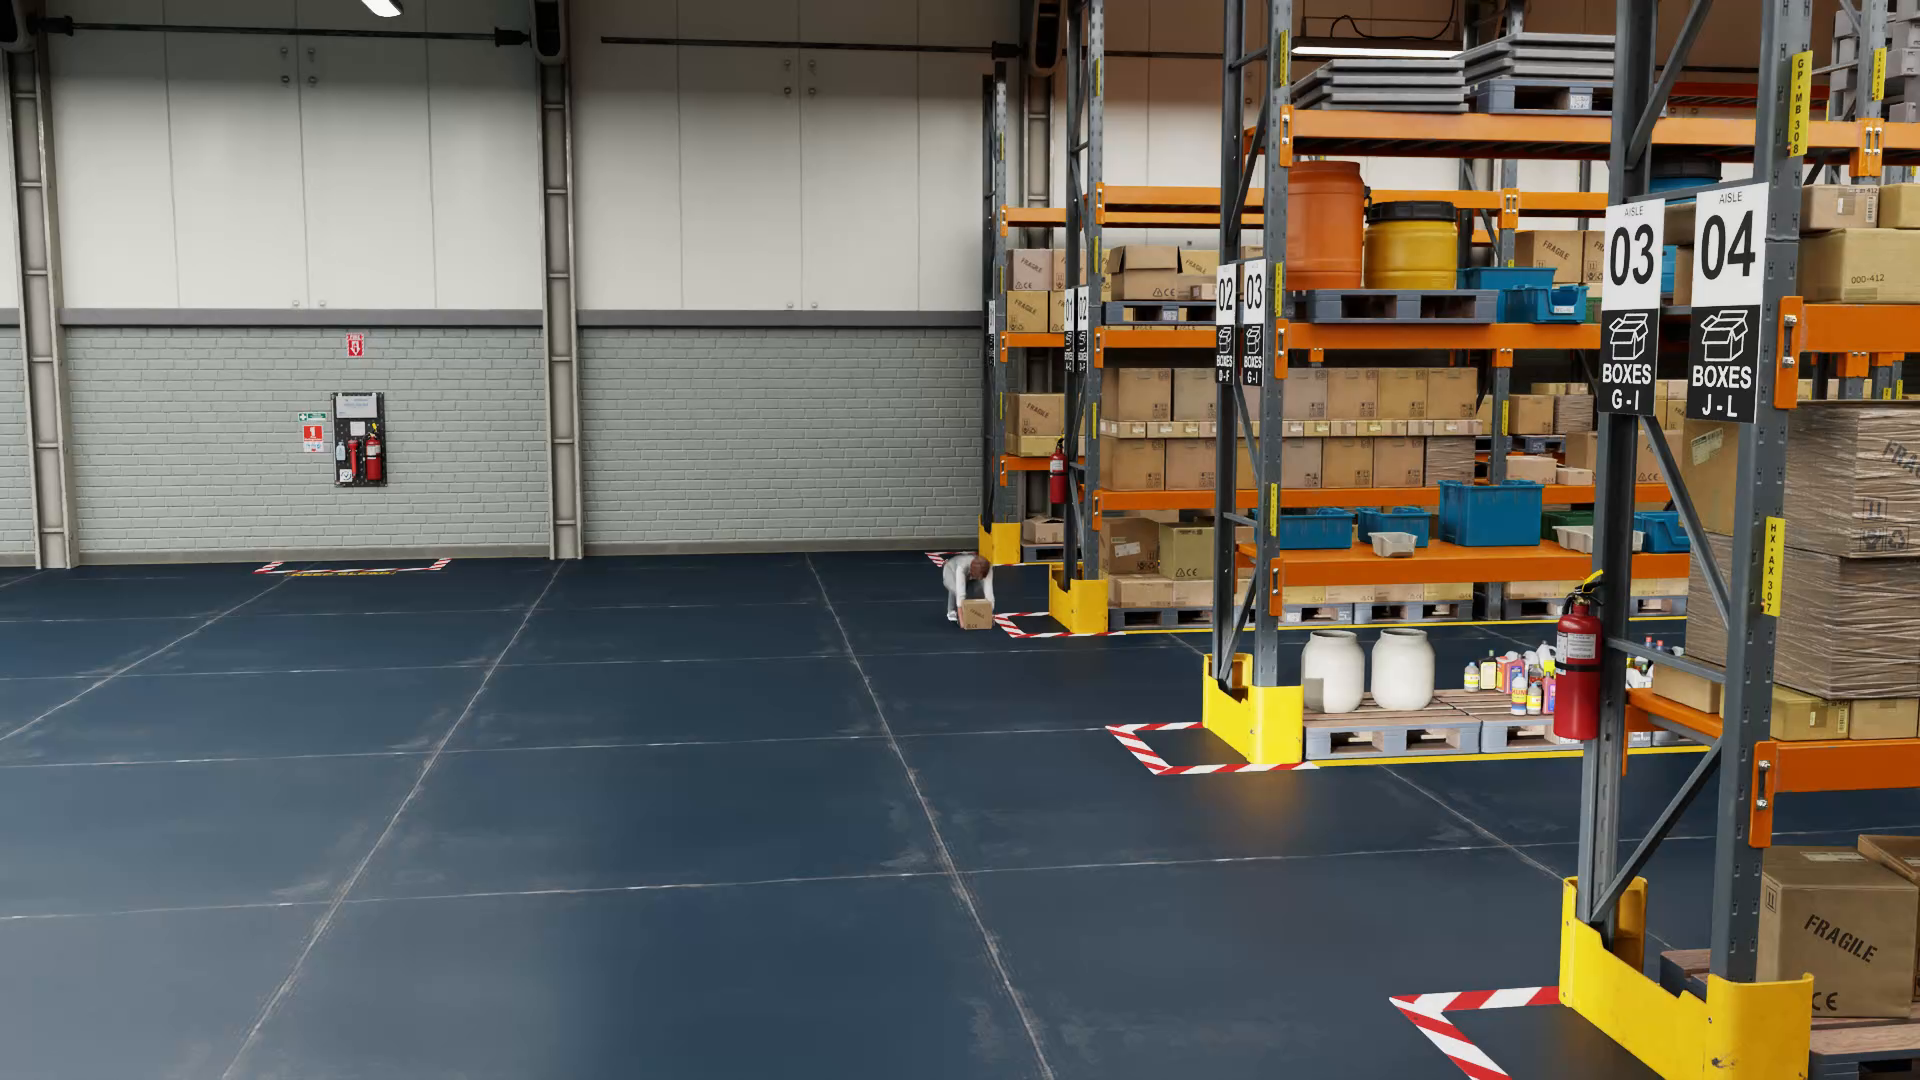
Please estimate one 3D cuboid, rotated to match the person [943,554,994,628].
[{"bbox_3d":[0.083,0.469,16.081,0.420,0.707,0.855,-2,7,-14],"label":"person"}]
